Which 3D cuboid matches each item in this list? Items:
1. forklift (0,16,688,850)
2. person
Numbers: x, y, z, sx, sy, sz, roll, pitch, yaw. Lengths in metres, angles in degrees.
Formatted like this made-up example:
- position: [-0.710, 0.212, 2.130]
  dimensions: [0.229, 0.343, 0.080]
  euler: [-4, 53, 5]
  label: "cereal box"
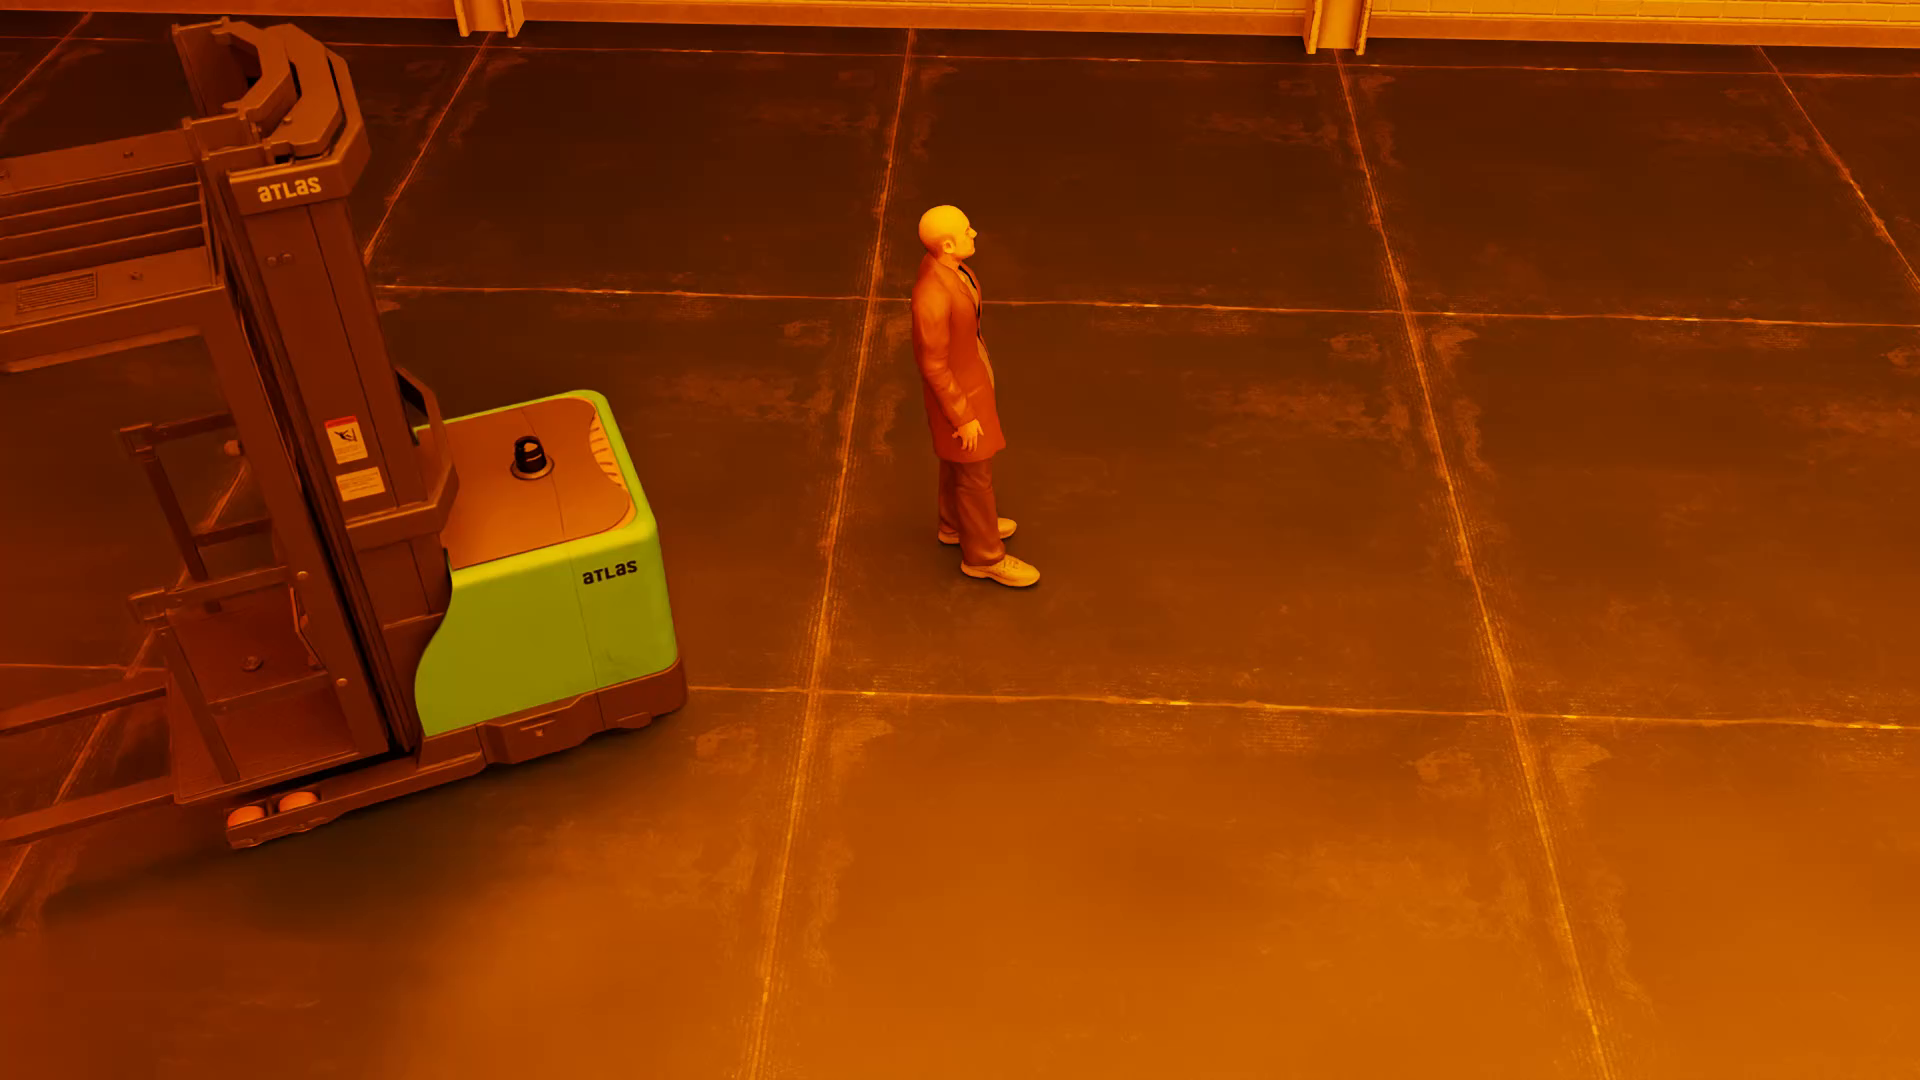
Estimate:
- position: [-2.731, -0.274, 6.043]
  dimensions: [3.031, 2.935, 1.130]
  euler: [-15, 45, -16]
  label: "forklift"
- position: [0.090, -0.656, 7.305]
  dimensions: [0.582, 1.776, 0.694]
  euler: [2, 42, 2]
  label: "person"
